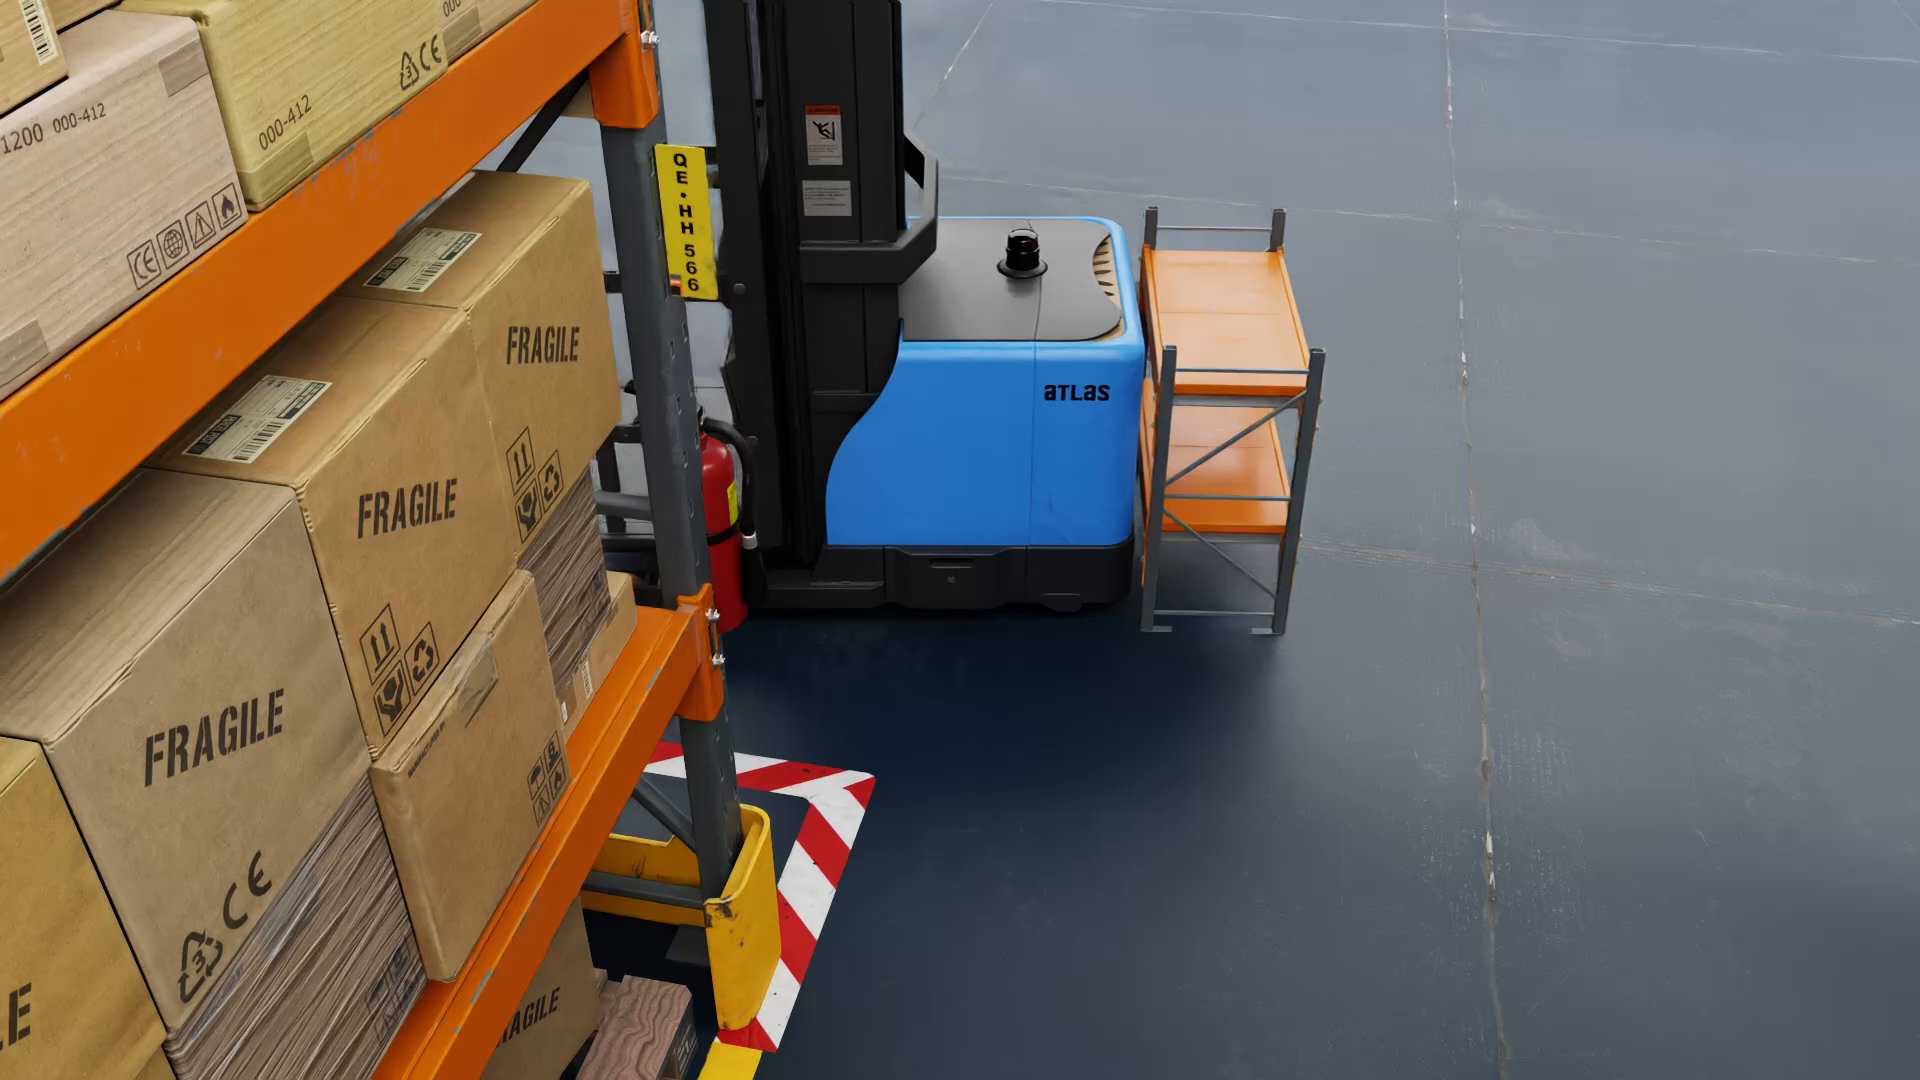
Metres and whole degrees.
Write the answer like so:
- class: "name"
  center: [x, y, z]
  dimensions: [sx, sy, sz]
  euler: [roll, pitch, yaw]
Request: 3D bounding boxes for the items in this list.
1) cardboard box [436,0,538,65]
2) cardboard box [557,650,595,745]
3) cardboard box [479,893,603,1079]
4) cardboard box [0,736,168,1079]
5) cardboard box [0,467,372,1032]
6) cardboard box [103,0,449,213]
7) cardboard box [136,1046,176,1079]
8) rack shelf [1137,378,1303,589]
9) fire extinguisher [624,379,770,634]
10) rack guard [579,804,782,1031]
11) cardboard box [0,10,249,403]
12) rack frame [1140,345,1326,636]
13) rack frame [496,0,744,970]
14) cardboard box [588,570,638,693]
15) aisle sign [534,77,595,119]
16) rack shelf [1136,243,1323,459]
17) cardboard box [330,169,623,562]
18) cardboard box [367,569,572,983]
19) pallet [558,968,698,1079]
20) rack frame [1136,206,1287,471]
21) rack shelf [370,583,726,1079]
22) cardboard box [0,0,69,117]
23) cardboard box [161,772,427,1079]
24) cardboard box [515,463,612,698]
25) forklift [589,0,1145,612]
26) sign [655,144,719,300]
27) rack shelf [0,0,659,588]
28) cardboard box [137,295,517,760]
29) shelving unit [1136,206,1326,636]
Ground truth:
- class: "cardboard box"
  center: [-0.934, -0.958, 2.587]
  dimensions: [0.500, 0.250, 0.500]
  euler: [8, 37, 11]
- class: "cardboard box"
  center: [-0.993, 0.322, 3.464]
  dimensions: [0.380, 0.149, 0.250]
  euler: [7, 37, 10]
- class: "cardboard box"
  center: [-1.229, 1.086, 3.968]
  dimensions: [0.500, 0.500, 0.500]
  euler: [14, 38, 19]
- class: "cardboard box"
  center: [-1.281, 0.528, 1.775]
  dimensions: [0.500, 0.500, 0.500]
  euler: [7, 37, 10]
- class: "cardboard box"
  center: [-1.166, 0.242, 2.169]
  dimensions: [0.500, 0.500, 0.500]
  euler: [7, 37, 10]
- class: "cardboard box"
  center: [-1.038, -0.671, 2.192]
  dimensions: [0.500, 0.250, 0.500]
  euler: [8, 37, 10]
- class: "cardboard box"
  center: [-1.481, 0.907, 2.104]
  dimensions: [0.875, 0.500, 0.500]
  euler: [7, 37, 10]
- class: "rack shelf"
  center: [0.900, -0.237, 6.036]
  dimensions: [0.538, 0.278, 1.000]
  euler: [1, 36, 2]
- class: "fire extinguisher"
  center: [-0.605, -0.089, 3.882]
  dimensions: [0.296, 0.674, 0.183]
  euler: [7, 37, 10]
- class: "rack guard"
  center: [-1.096, 0.944, 4.522]
  dimensions: [1.175, 0.500, 0.348]
  euler: [7, 37, 10]
- class: "cardboard box"
  center: [-1.156, -0.378, 1.788]
  dimensions: [0.500, 0.250, 0.500]
  euler: [8, 37, 11]
- class: "rack frame"
  center: [0.880, -0.137, 5.481]
  dimensions: [0.500, 1.125, 0.032]
  euler: [1, 36, 2]
- class: "rack frame"
  center: [-1.079, -0.112, 3.849]
  dimensions: [1.000, 3.000, 0.127]
  euler: [7, 37, 10]
- class: "cardboard box"
  center: [-0.939, 0.179, 3.661]
  dimensions: [0.380, 0.149, 0.250]
  euler: [7, 37, 10]
- class: "aisle sign"
  center: [-0.773, -1.163, 3.083]
  dimensions: [0.394, 0.787, 0.004]
  euler: [7, 37, 10]
- class: "rack shelf"
  center: [0.900, -0.672, 5.720]
  dimensions: [0.538, 0.278, 1.000]
  euler: [1, 36, 2]
- class: "cardboard box"
  center: [-0.955, -0.332, 2.961]
  dimensions: [0.500, 0.500, 0.500]
  euler: [7, 37, 10]
- class: "cardboard box"
  center: [-1.213, 0.340, 2.885]
  dimensions: [0.875, 0.500, 0.500]
  euler: [7, 37, 10]
- class: "pallet"
  center: [-1.304, 1.522, 3.970]
  dimensions: [1.003, 0.211, 1.213]
  euler: [7, 37, 10]
- class: "rack frame"
  center: [0.920, -0.733, 6.303]
  dimensions: [0.500, 1.125, 0.032]
  euler: [1, 36, 2]
- class: "rack shelf"
  center: [-1.507, 1.326, 2.478]
  dimensions: [1.077, 0.370, 4.000]
  euler: [7, 37, 10]
- class: "cardboard box"
  center: [-1.119, -0.484, 1.594]
  dimensions: [0.380, 0.149, 0.250]
  euler: [6, 36, 8]
- class: "cardboard box"
  center: [-1.362, 0.622, 2.497]
  dimensions: [0.875, 0.500, 0.500]
  euler: [7, 37, 10]
- class: "cardboard box"
  center: [-1.224, 0.039, 3.302]
  dimensions: [0.875, 0.500, 0.500]
  euler: [7, 37, 10]
- class: "forklift"
  center: [-0.905, -1.219, 5.435]
  dimensions: [3.031, 2.935, 1.130]
  euler: [0, 36, 0]
- class: "sign"
  center: [-0.541, -0.628, 3.304]
  dimensions: [0.100, 0.325, 0.005]
  euler: [7, 37, 10]
- class: "rack shelf"
  center: [-1.507, 0.111, 1.598]
  dimensions: [1.077, 0.370, 4.000]
  euler: [7, 37, 10]
- class: "cardboard box"
  center: [-1.057, -0.044, 2.564]
  dimensions: [0.500, 0.500, 0.500]
  euler: [7, 37, 10]
- class: "shelving unit"
  center: [0.900, -0.435, 5.892]
  dimensions: [0.538, 1.125, 1.048]
  euler: [1, 36, 2]
